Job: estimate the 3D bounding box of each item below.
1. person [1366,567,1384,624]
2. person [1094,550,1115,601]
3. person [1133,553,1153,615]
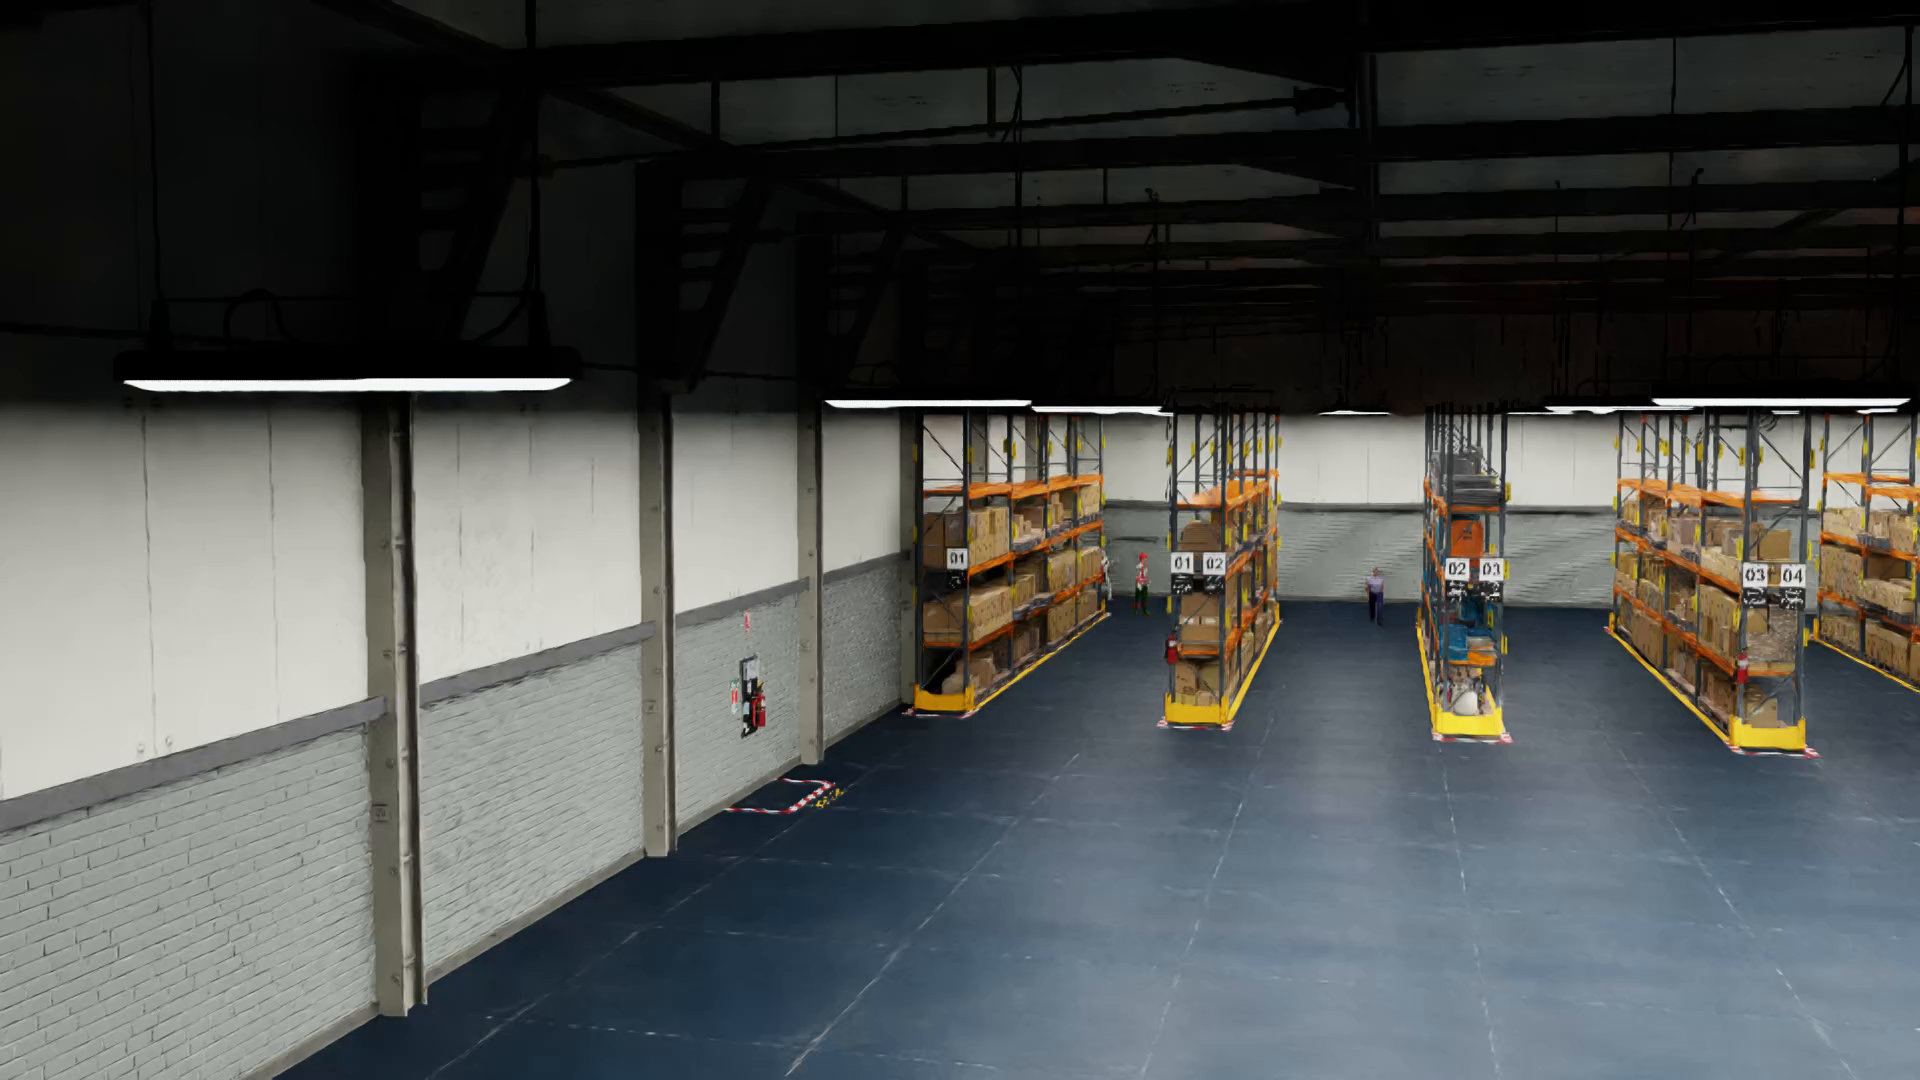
[{"bbox_3d":[11.495,1.531,46.075,0.479,1.555,1.090,1,4,17],"label":"person"},{"bbox_3d":[4.427,1.095,51.794,0.652,1.601,0.785,0,4,-6],"label":"person"},{"bbox_3d":[5.254,1.274,48.042,0.468,1.794,0.634,3,5,39],"label":"person"}]
